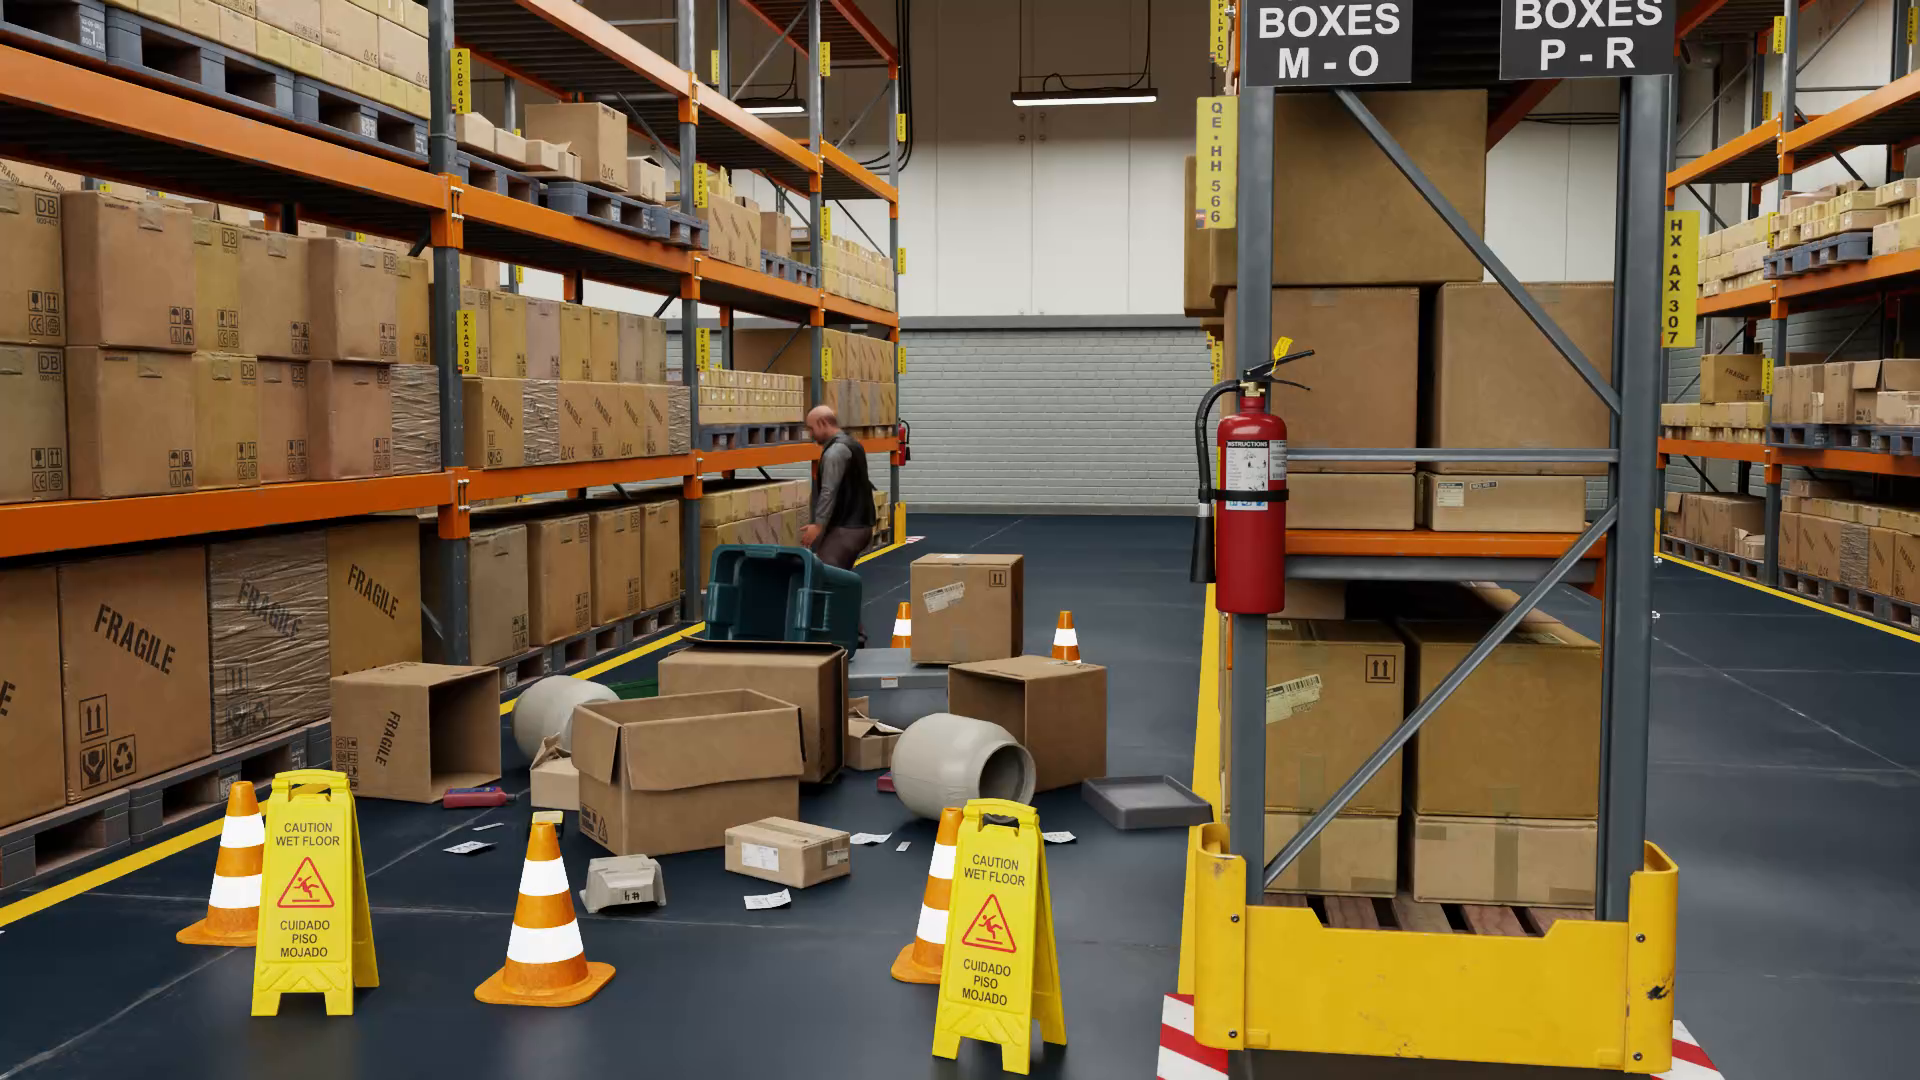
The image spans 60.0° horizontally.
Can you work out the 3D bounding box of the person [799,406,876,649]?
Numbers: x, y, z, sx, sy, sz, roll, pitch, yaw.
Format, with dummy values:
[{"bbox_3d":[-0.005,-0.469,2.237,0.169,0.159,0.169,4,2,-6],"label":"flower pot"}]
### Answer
[{"bbox_3d":[-0.800,-0.058,11.033,0.453,1.656,0.563,1,4,10],"label":"person"}]
